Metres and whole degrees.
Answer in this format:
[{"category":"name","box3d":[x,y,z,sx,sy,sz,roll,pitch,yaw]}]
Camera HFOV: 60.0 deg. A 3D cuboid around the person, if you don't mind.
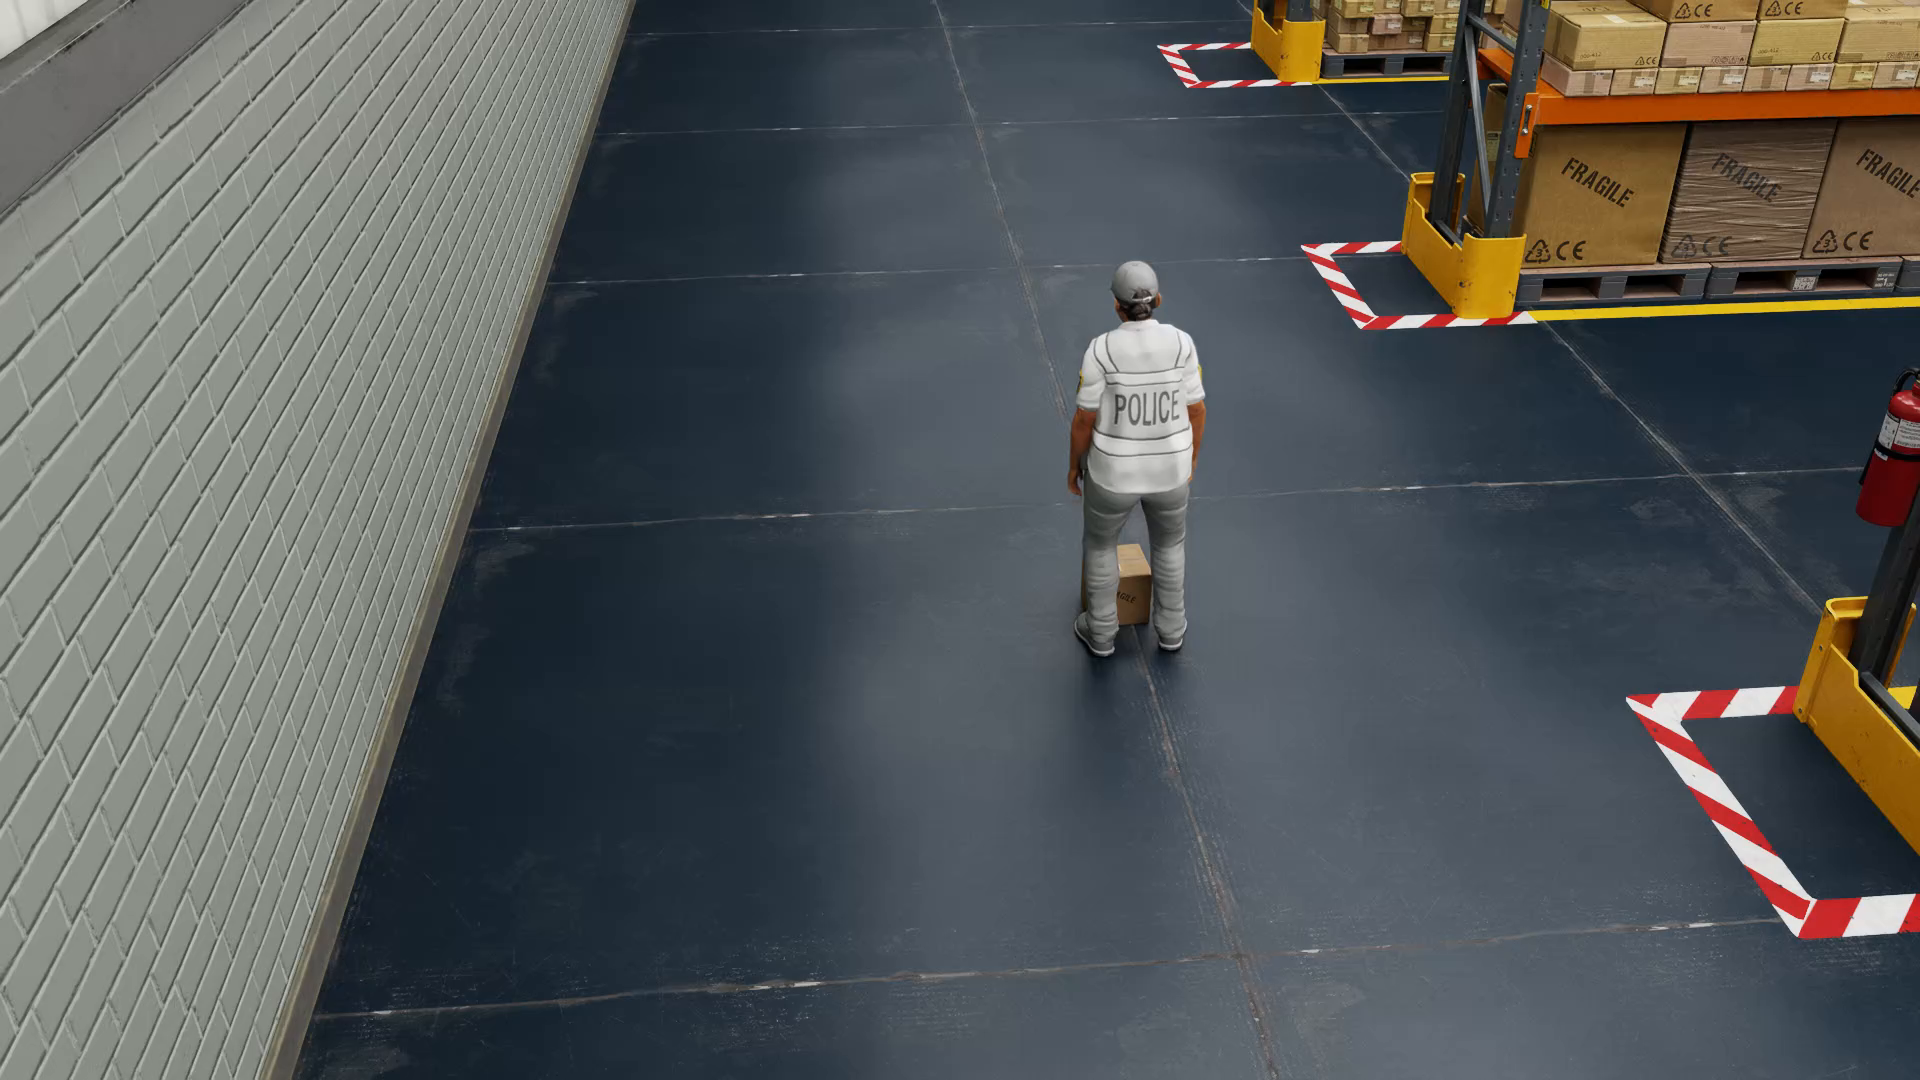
[{"category":"person","box3d":[0.703,-0.298,6.618,0.557,1.667,0.468,-4,31,-6]}]
